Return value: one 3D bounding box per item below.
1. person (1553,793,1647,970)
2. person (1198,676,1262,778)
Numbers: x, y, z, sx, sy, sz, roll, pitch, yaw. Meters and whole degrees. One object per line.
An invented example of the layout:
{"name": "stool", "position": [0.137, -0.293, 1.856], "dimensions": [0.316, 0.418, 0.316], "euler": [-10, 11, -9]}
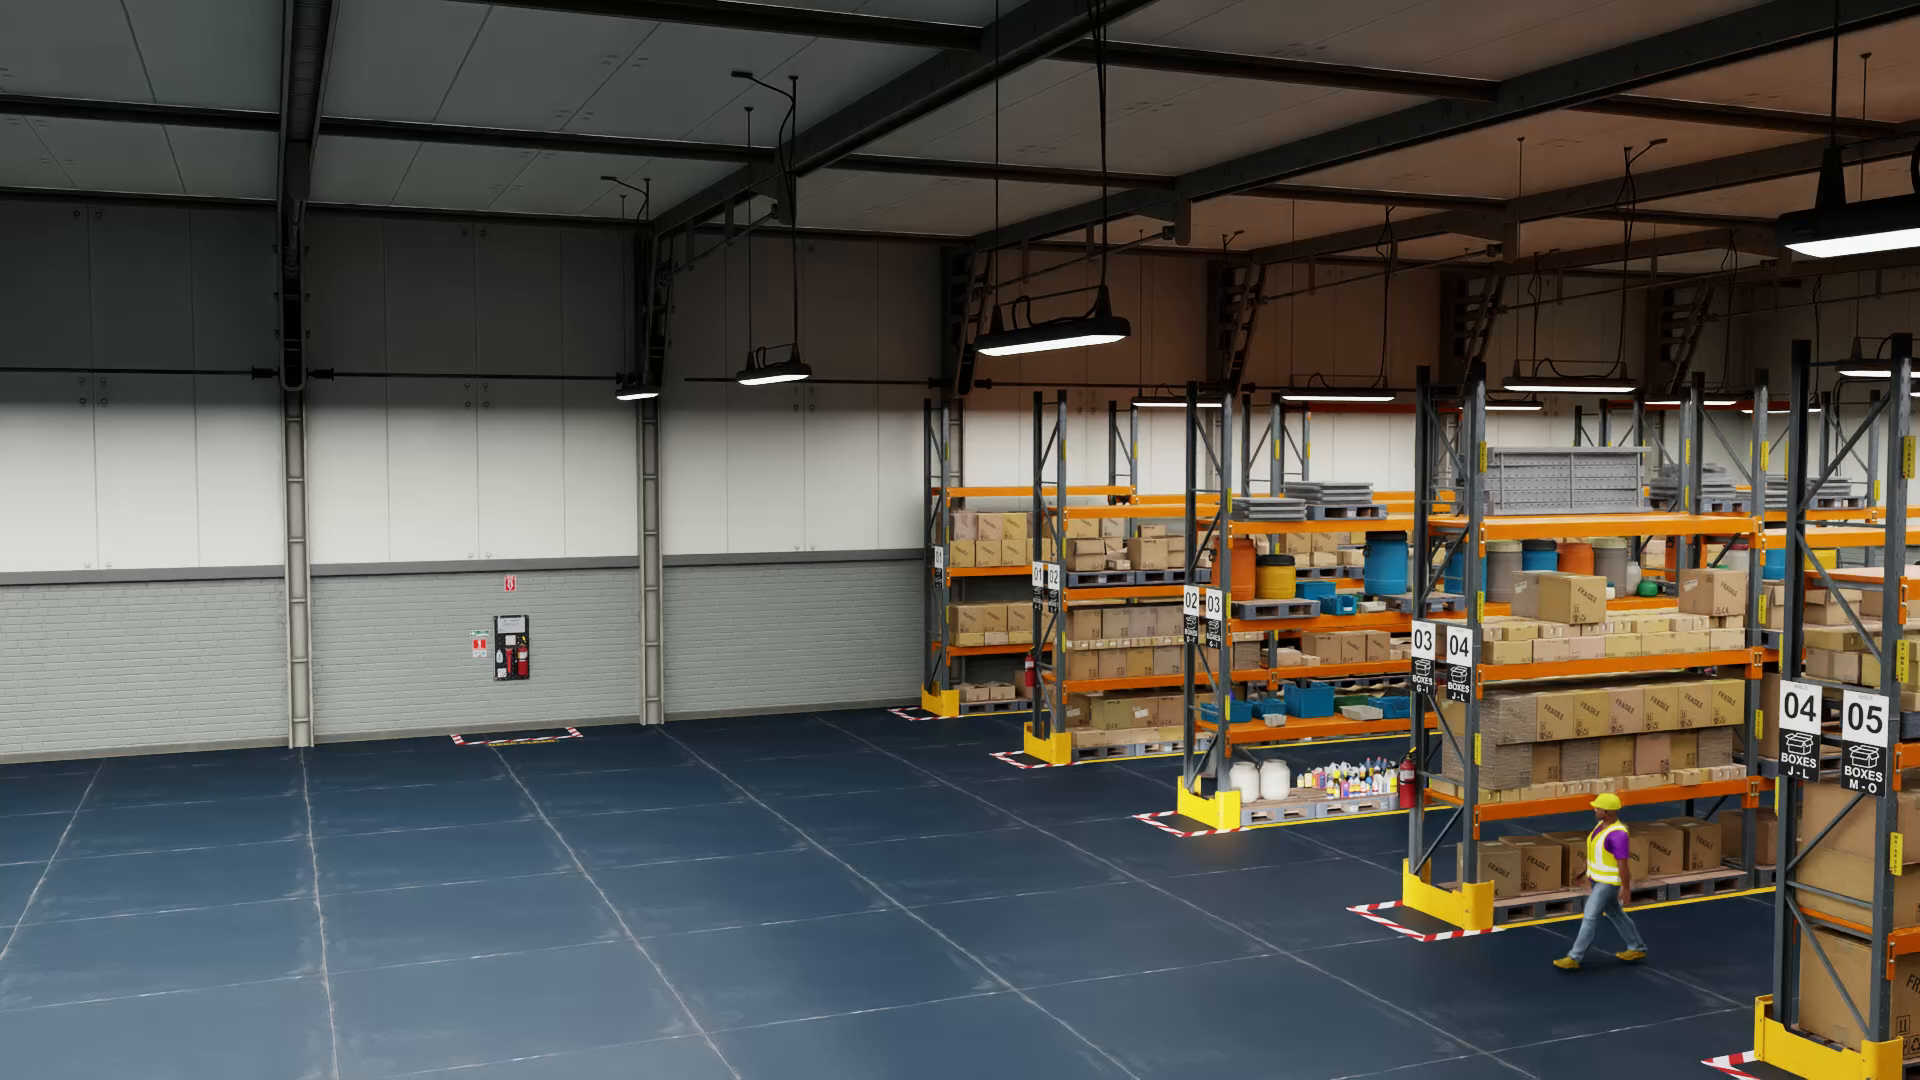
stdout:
{"name": "person", "position": [6.279, 3.330, 16.353], "dimensions": [1.063, 1.708, 0.690], "euler": [0, 3, -5]}
{"name": "person", "position": [4.124, 2.897, 25.482], "dimensions": [1.018, 1.489, 0.494], "euler": [0, 3, 6]}
